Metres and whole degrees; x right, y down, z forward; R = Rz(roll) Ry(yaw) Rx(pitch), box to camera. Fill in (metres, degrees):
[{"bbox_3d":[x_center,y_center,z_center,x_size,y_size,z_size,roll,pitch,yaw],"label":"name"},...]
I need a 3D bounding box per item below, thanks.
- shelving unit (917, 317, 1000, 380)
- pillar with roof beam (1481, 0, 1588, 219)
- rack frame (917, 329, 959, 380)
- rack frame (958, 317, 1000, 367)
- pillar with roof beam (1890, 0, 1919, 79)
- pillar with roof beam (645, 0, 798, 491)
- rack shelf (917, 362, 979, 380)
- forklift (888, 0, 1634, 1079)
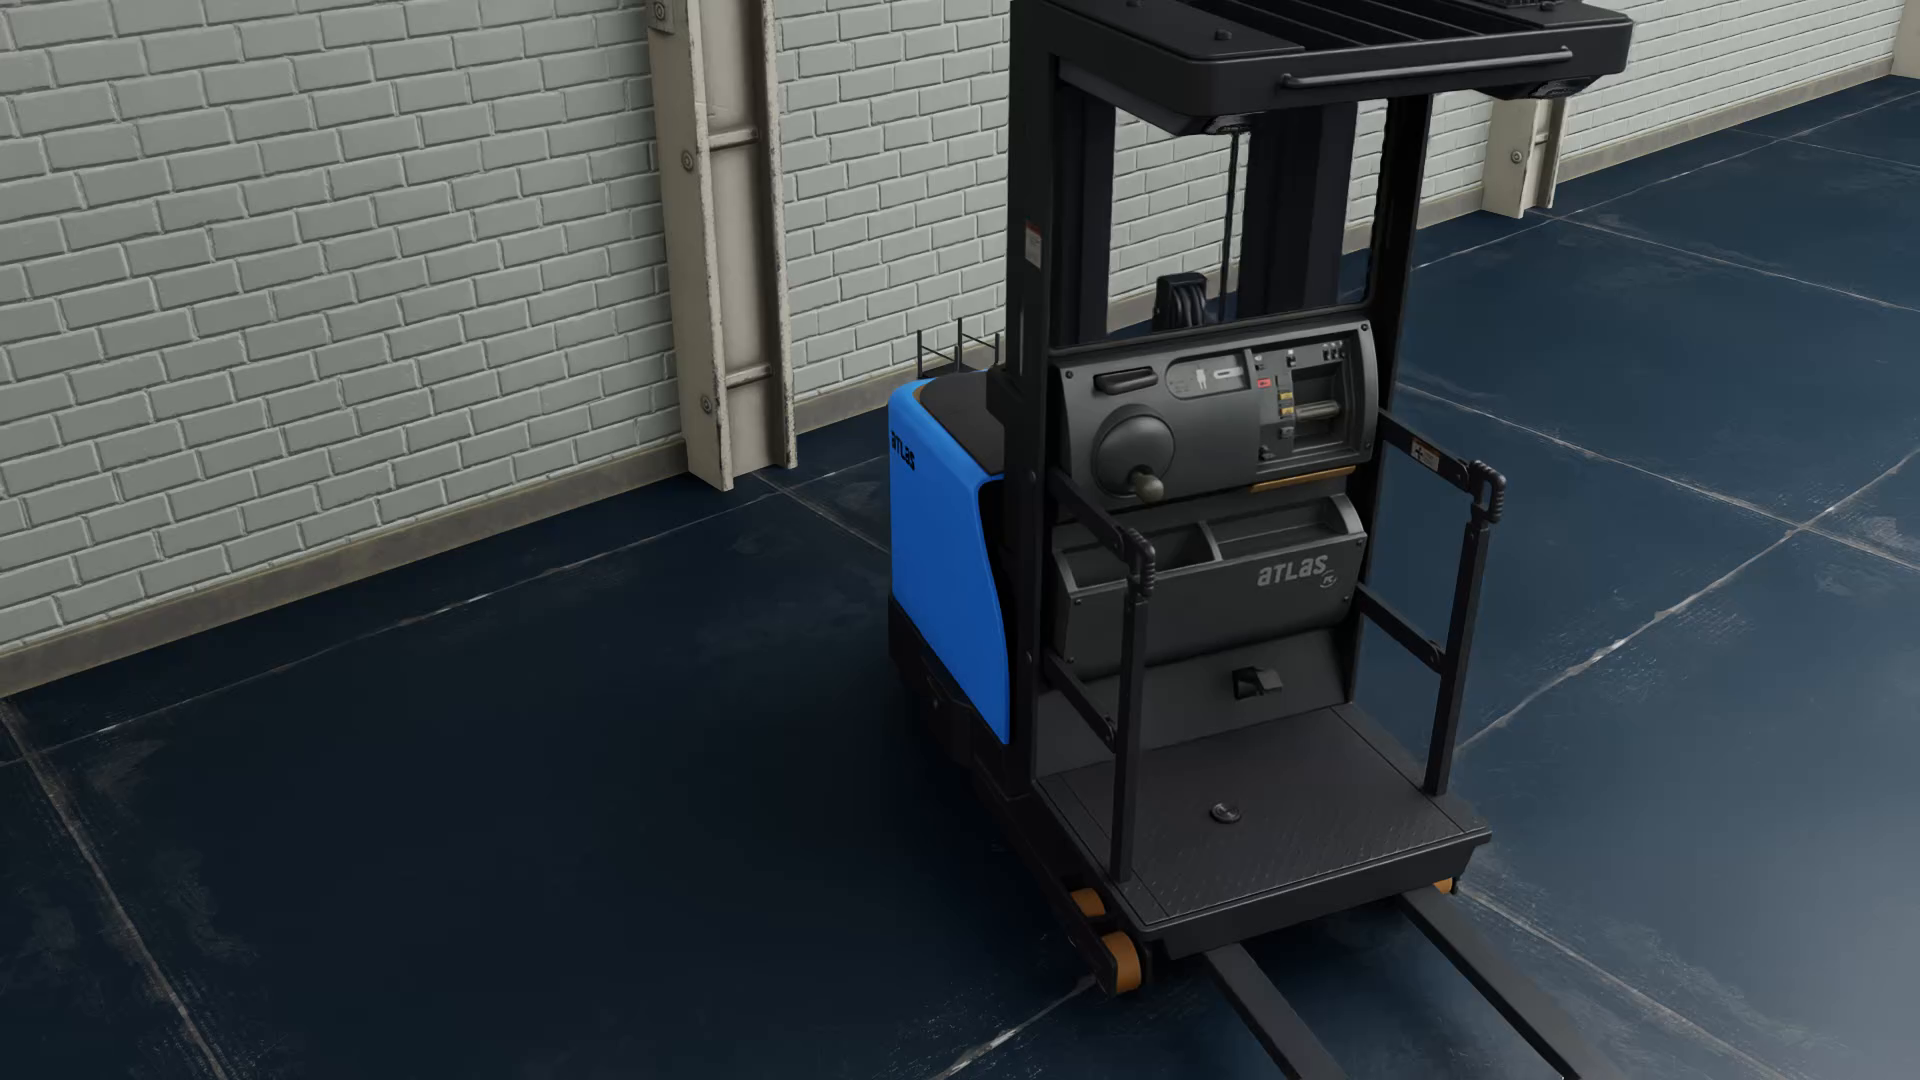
[{"bbox_3d":[-0.006,-0.394,6.533,0.210,0.900,0.258,-22,35,-35],"label":"shelving unit"},{"bbox_3d":[6.393,-4.584,5.779,0.400,9.000,9.100,-22,35,-35],"label":"pillar with roof beam"},{"bbox_3d":[-0.084,-0.363,6.475,0.006,0.900,0.240,-22,35,-35],"label":"rack frame"},{"bbox_3d":[0.071,-0.425,6.591,0.006,0.900,0.240,-22,35,-35],"label":"rack frame"},{"bbox_3d":[10.957,-6.419,9.214,0.400,9.000,9.100,-22,35,-35],"label":"pillar with roof beam"},{"bbox_3d":[1.828,-2.748,2.345,0.400,9.000,9.100,-22,35,-35],"label":"pillar with roof beam"},{"bbox_3d":[-0.006,-0.603,6.422,0.200,0.077,0.258,-22,35,-35],"label":"rack shelf"},{"bbox_3d":[0.775,-0.300,4.202,1.130,2.935,3.031,-11,30,-19],"label":"forklift"}]
